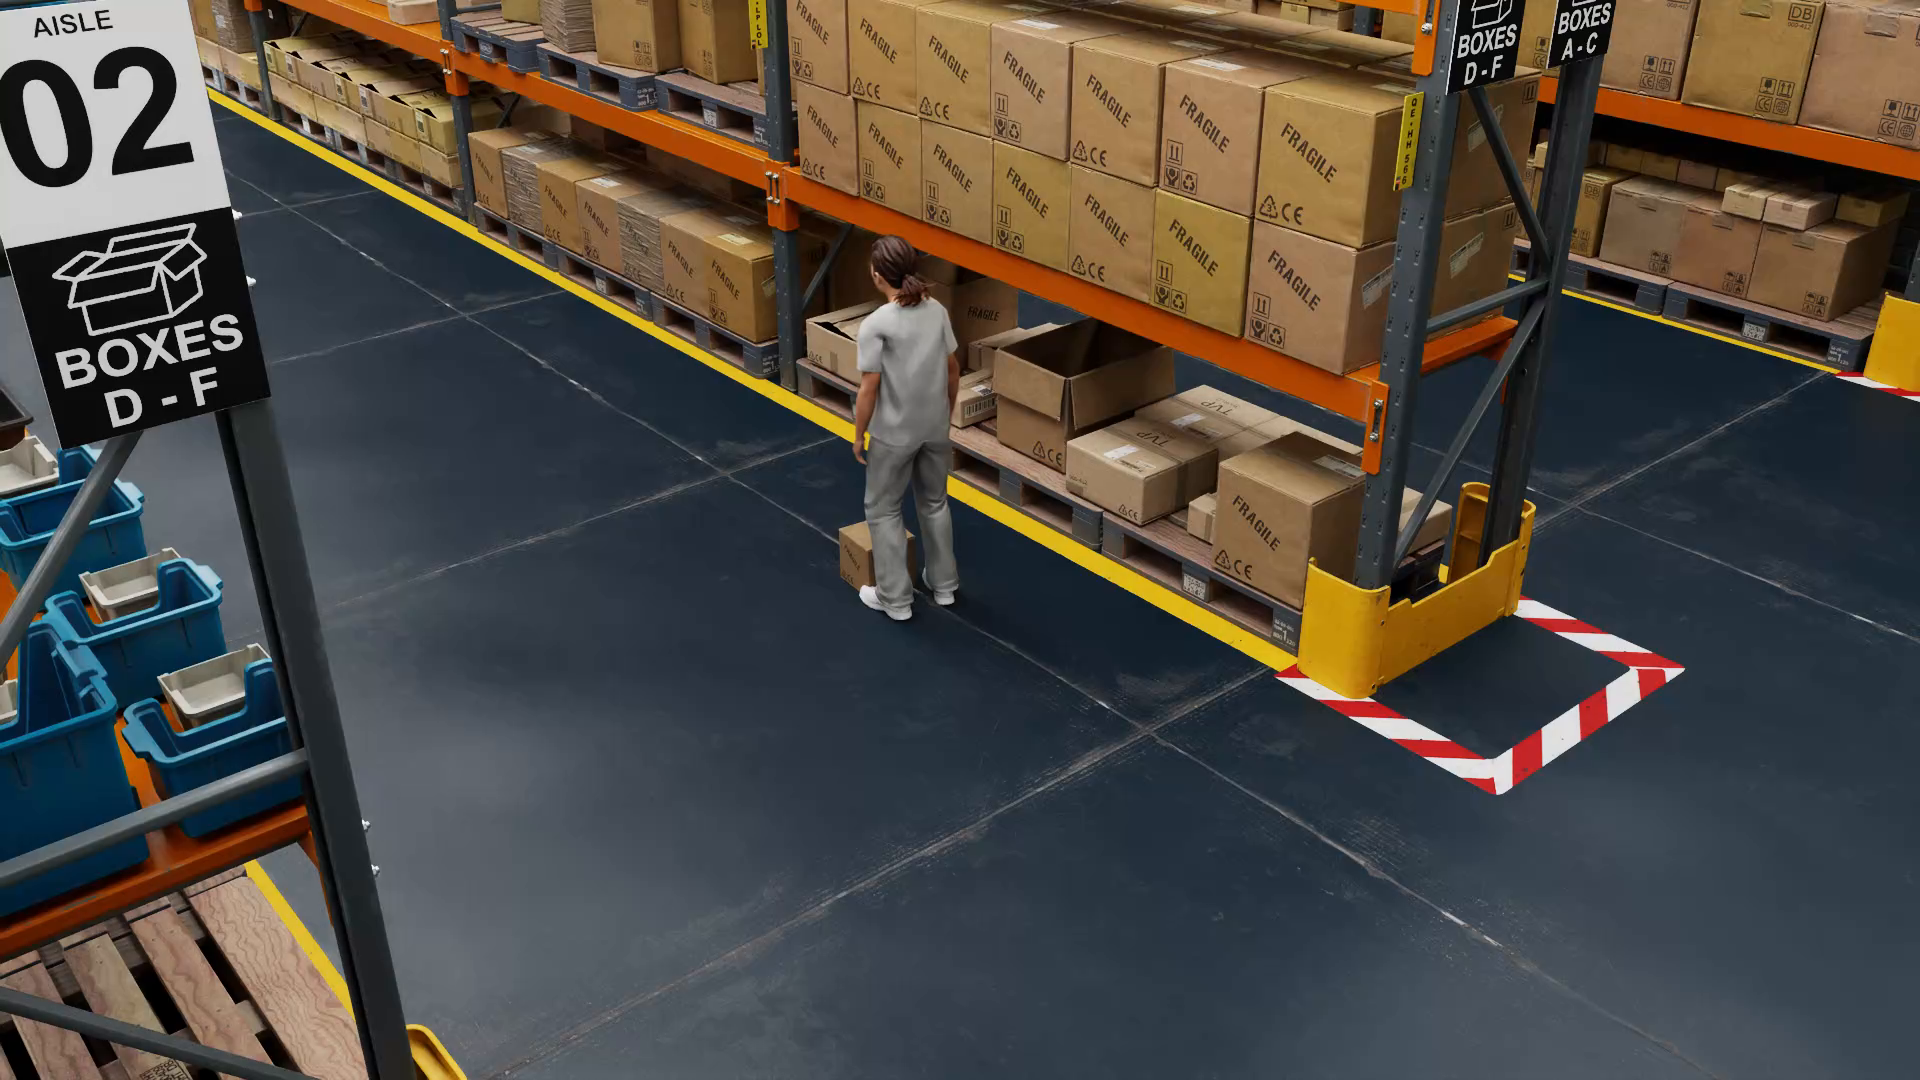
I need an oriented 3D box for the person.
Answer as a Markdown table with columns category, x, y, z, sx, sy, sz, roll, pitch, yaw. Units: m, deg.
| category | x | y | z | sx | sy | sz | roll | pitch | yaw |
| --- | --- | --- | --- | --- | --- | --- | --- | --- | --- |
| person | -0.227 | -0.456 | 6.971 | 0.485 | 1.673 | 0.359 | -17 | 33 | -28 |
